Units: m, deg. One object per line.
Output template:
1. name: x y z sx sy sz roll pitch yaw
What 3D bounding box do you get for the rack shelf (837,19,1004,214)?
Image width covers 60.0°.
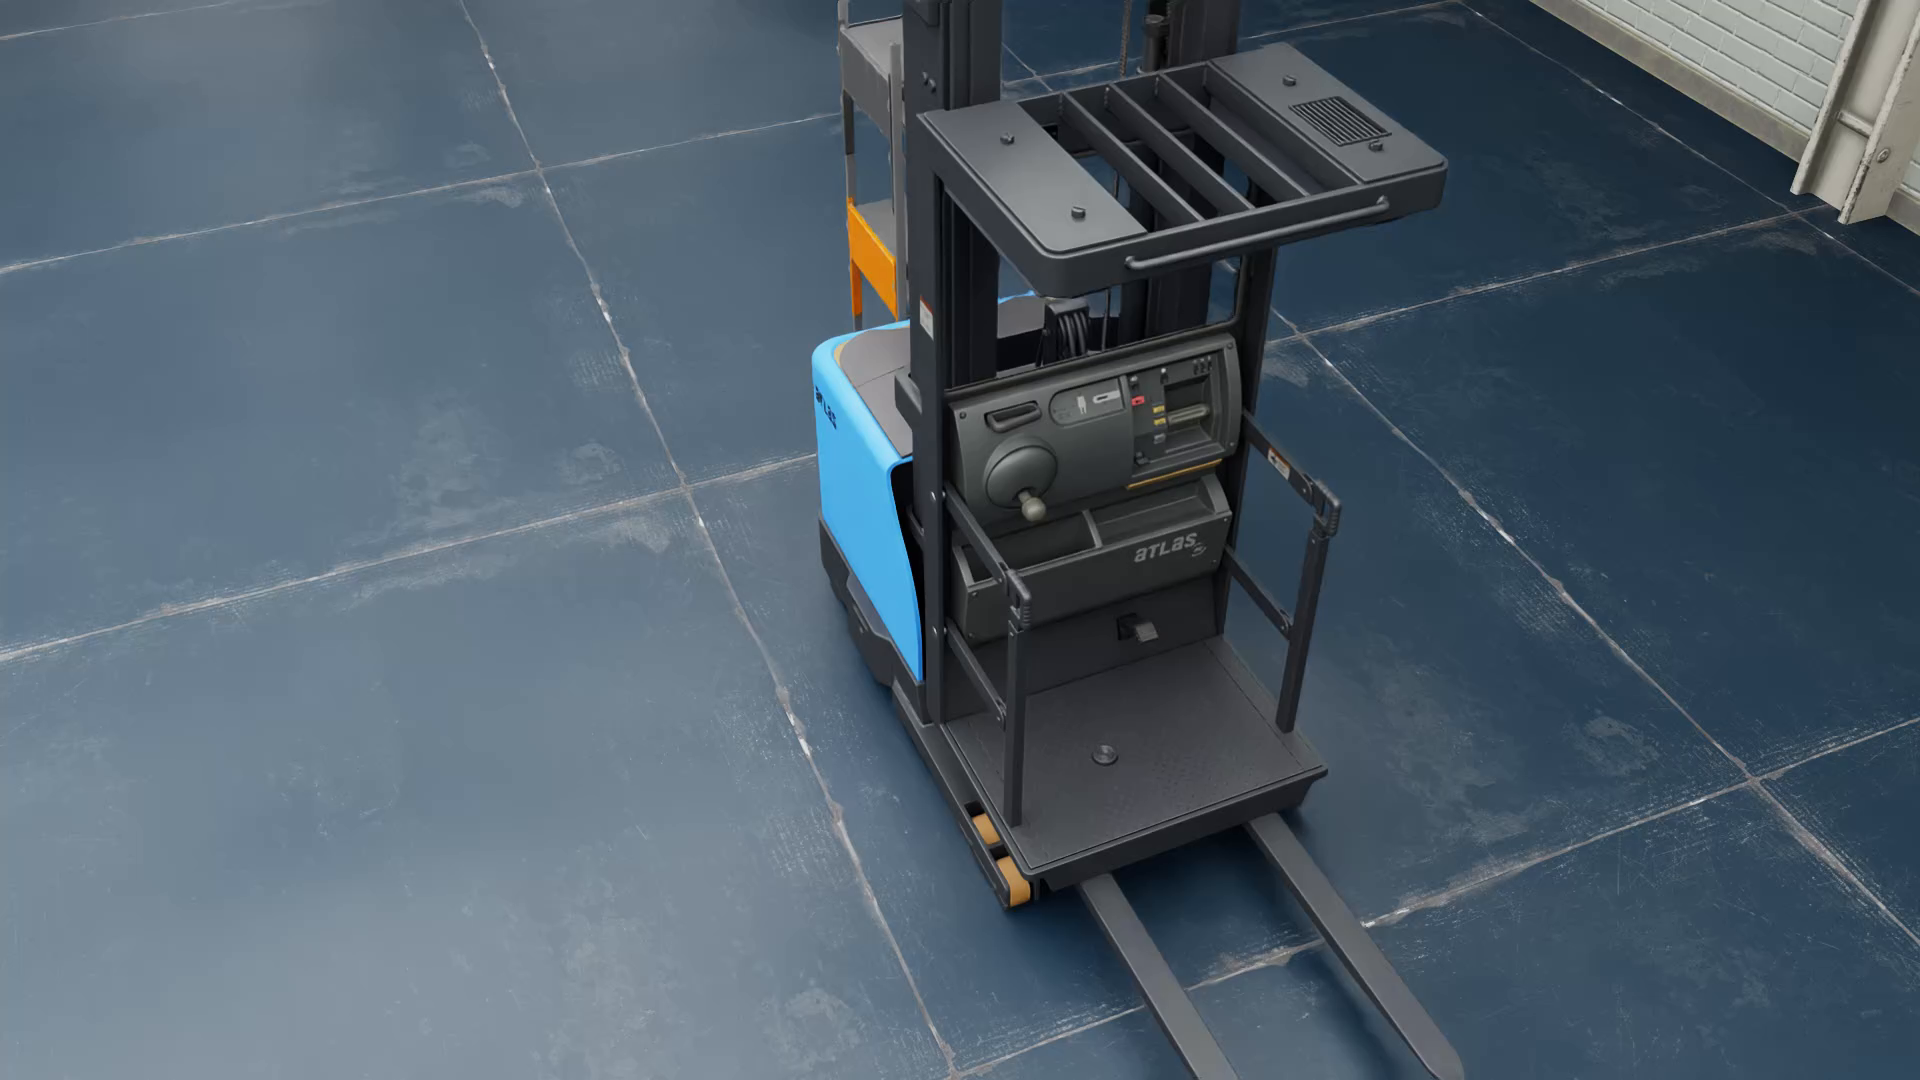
1. rack shelf: -0.142 -1.533 5.869 0.431 0.518 0.480 -16 43 -18

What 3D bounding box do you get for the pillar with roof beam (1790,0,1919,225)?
1. pillar with roof beam: 0.696 -4.137 4.659 9.100 9.000 0.400 -15 43 -17

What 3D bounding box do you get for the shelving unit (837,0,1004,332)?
1. shelving unit: -0.142 -1.012 6.317 0.431 2.100 0.503 -16 43 -18

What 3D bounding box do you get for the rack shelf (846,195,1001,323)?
1. rack shelf: -0.142 -1.002 6.326 0.431 0.518 0.480 -16 43 -18

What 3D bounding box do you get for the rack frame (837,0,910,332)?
1. rack frame: -0.240 -1.158 6.486 0.400 2.100 0.015 -16 43 -18

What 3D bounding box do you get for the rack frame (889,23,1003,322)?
1. rack frame: -0.044 -0.866 6.147 0.400 2.100 0.015 -16 43 -18

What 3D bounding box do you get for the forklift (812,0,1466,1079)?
1. forklift: 0.508 -0.250 4.793 1.130 2.935 3.031 -16 43 -18
